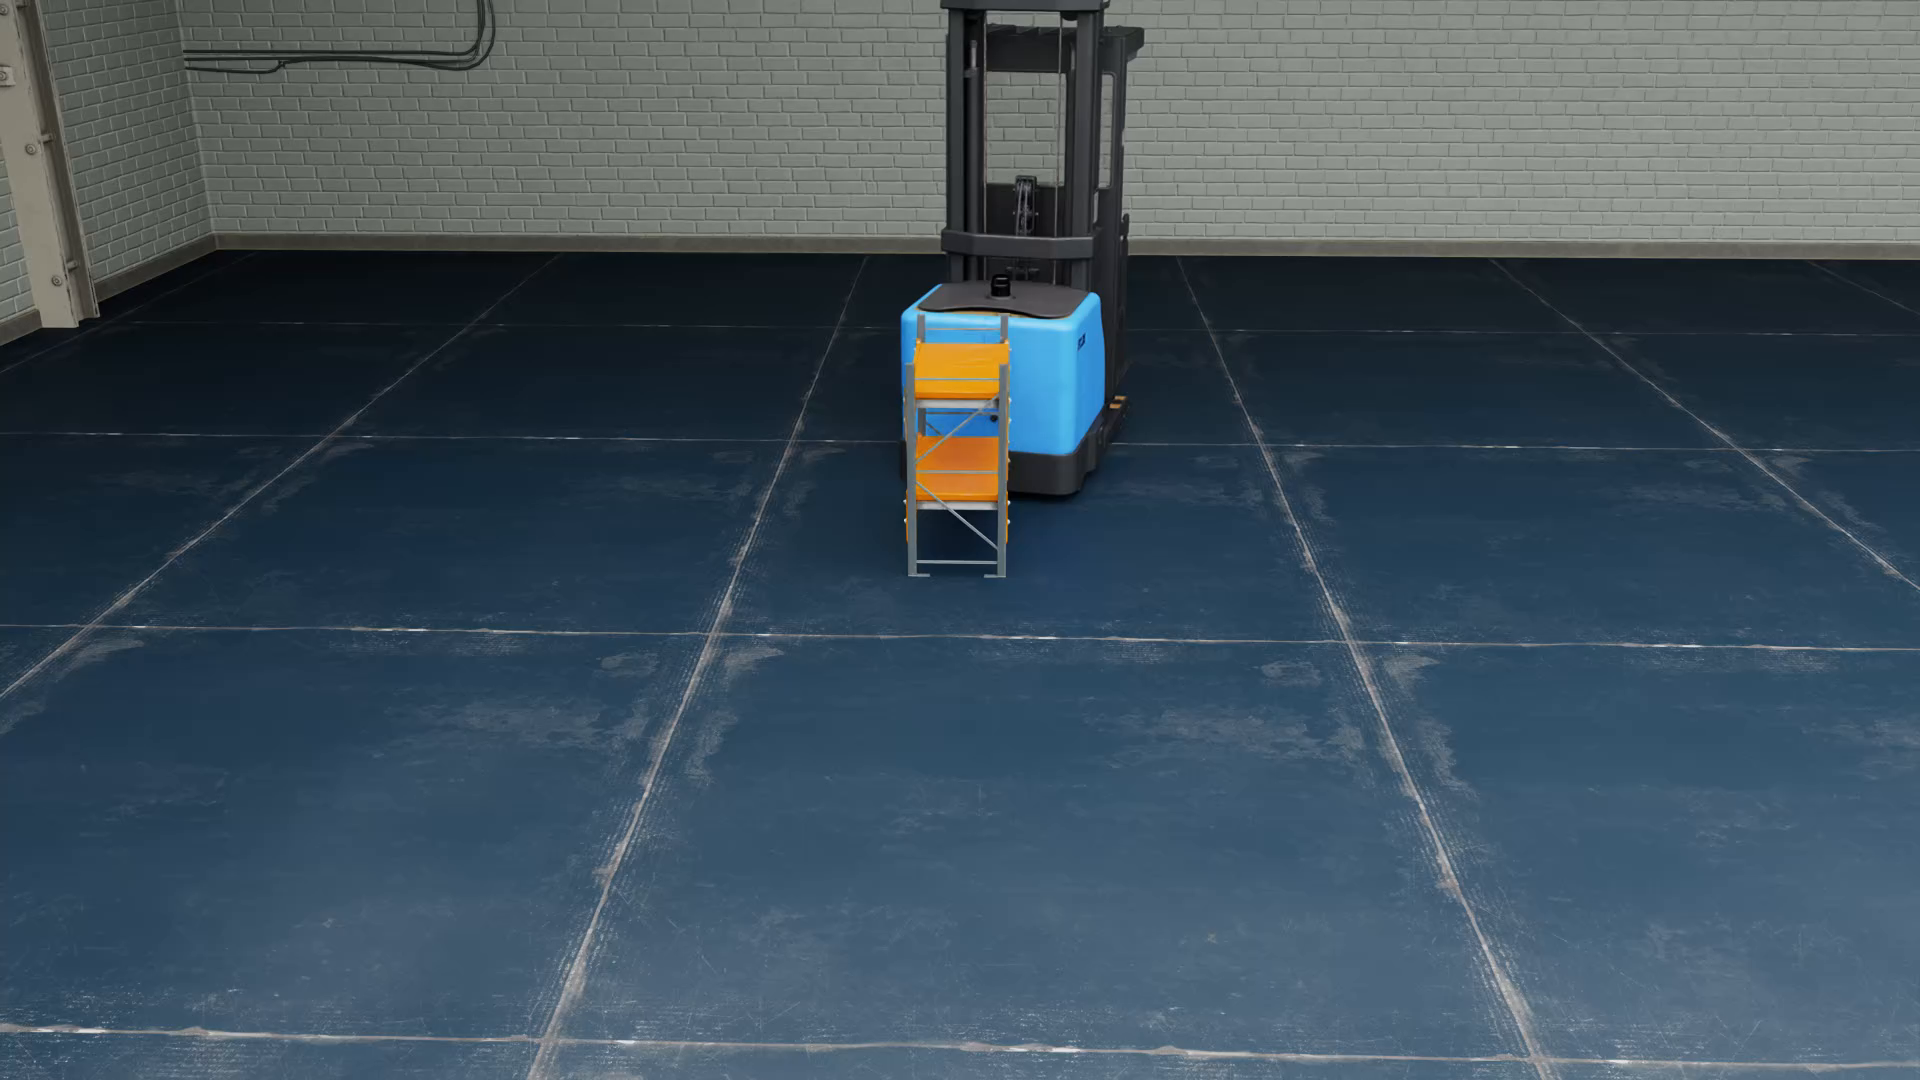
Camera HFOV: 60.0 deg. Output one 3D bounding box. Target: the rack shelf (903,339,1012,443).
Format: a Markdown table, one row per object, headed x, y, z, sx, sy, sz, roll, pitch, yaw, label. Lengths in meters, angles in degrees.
| x | y | z | sx | sy | sz | roll | pitch | yaw | label |
| --- | --- | --- | --- | --- | --- | --- | --- | --- | --- |
| 0.000 | -0.795 | 8.713 | 0.538 | 0.278 | 1.000 | 1 | 21 | 2 | rack shelf |

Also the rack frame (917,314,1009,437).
| x | y | z | sx | sy | sz | roll | pitch | yaw | label |
| --- | --- | --- | --- | --- | --- | --- | --- | --- | --- |
| 0.015 | -0.706 | 9.293 | 0.500 | 1.125 | 0.032 | 1 | 21 | 2 | rack frame |

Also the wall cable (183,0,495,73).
| x | y | z | sx | sy | sz | roll | pitch | yaw | label |
| --- | --- | --- | --- | --- | --- | --- | --- | --- | --- |
| -5.896 | -5.591 | 15.292 | 3.097 | 2.526 | 0.112 | 1 | 21 | 2 | wall cable |

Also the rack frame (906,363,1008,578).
| x | y | z | sx | sy | sz | roll | pitch | yaw | label |
| --- | --- | --- | --- | --- | --- | --- | --- | --- | --- |
| -0.016 | -0.338 | 8.345 | 0.500 | 1.125 | 0.032 | 1 | 21 | 2 | rack frame |

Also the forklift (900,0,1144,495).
| x | y | z | sx | sy | sz | roll | pitch | yaw | label |
| --- | --- | --- | --- | --- | --- | --- | --- | --- | --- |
| 0.515 | -2.124 | 10.450 | 1.130 | 2.935 | 3.031 | 5 | 22 | 14 | forklift |

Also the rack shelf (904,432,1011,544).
| x | y | z | sx | sy | sz | roll | pitch | yaw | label |
| --- | --- | --- | --- | --- | --- | --- | --- | --- | --- |
| 0.000 | -0.294 | 8.908 | 0.538 | 0.278 | 1.000 | 1 | 21 | 2 | rack shelf |

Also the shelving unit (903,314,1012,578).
| x | y | z | sx | sy | sz | roll | pitch | yaw | label |
| --- | --- | --- | --- | --- | --- | --- | --- | --- | --- |
| 0.000 | -0.522 | 8.819 | 0.538 | 1.125 | 1.048 | 1 | 21 | 2 | shelving unit |

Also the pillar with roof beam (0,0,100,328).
| x | y | z | sx | sy | sz | roll | pitch | yaw | label |
| --- | --- | --- | --- | --- | --- | --- | --- | --- | --- |
| -3.004 | -5.941 | 11.900 | 9.100 | 9.000 | 0.400 | 1 | 21 | 2 | pillar with roof beam |
